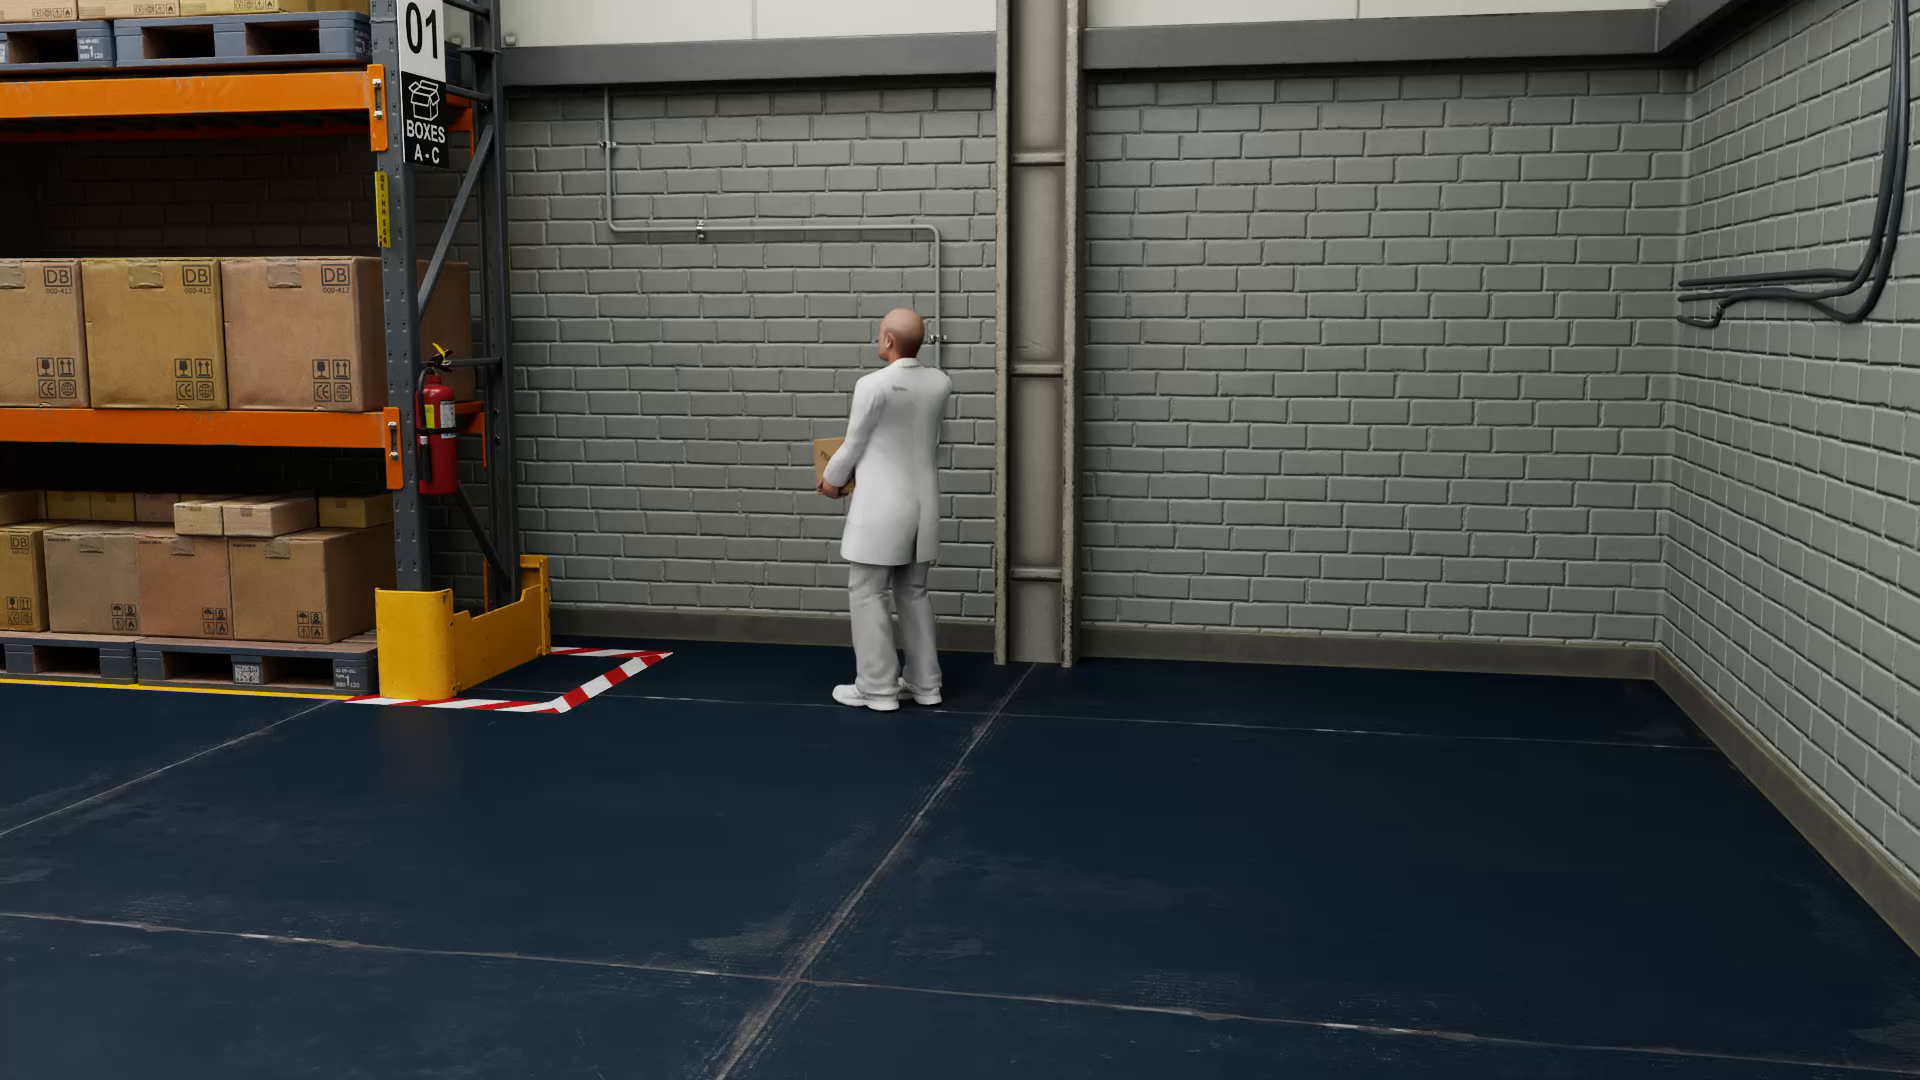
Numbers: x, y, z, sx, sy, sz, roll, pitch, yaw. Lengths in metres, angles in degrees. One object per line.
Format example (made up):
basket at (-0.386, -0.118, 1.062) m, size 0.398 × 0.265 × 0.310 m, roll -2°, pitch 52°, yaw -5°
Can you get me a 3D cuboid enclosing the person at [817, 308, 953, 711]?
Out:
person at (-0.357, -0.141, 7.413) m, size 0.555 × 1.769 × 0.530 m, roll 8°, pitch 11°, yaw 44°
